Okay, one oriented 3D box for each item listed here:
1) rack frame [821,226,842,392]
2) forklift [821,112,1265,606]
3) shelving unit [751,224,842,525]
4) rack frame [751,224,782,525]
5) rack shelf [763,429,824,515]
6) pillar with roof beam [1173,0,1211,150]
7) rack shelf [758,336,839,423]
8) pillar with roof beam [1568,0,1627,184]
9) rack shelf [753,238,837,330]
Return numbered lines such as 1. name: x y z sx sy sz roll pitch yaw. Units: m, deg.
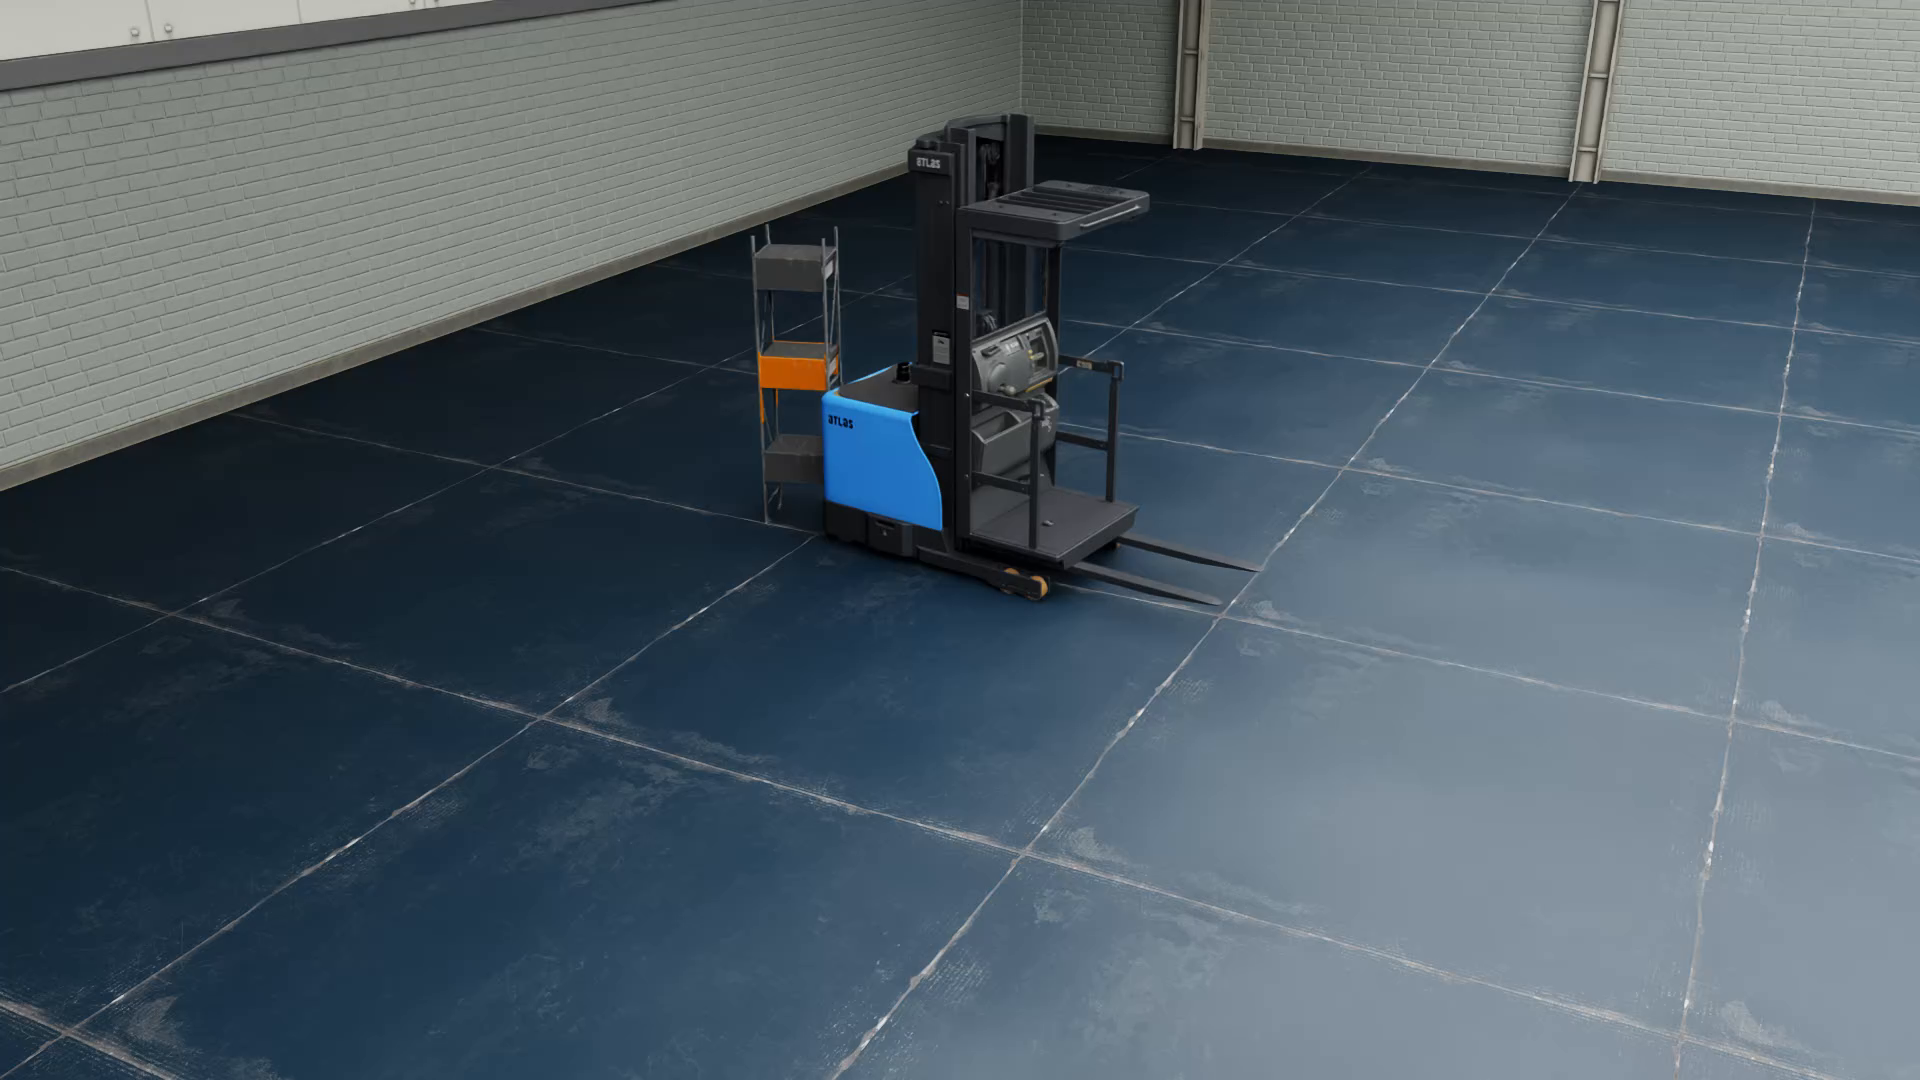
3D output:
1. rack frame: -0.887 -1.122 11.705 0.015 2.100 0.400 4 23 9
2. forklift: 0.537 -1.187 10.795 3.031 2.935 1.130 15 27 31
3. shelving unit: -1.127 -1.138 11.742 0.503 2.100 0.431 4 23 9
4. rack frame: -1.368 -1.153 11.778 0.015 2.100 0.400 4 23 9
5. rack shelf: -1.127 -0.481 12.022 0.480 0.518 0.431 4 23 9
6. pillar with roof beam: 1.671 -8.862 21.089 0.400 9.000 9.100 11 25 25
7. rack shelf: -1.127 -1.125 11.747 0.480 0.518 0.431 4 23 9
8. pillar with roof beam: 7.025 -7.802 18.597 0.400 9.000 9.100 11 25 25
9. rack shelf: -1.128 -1.769 11.473 0.480 0.518 0.431 4 23 9
